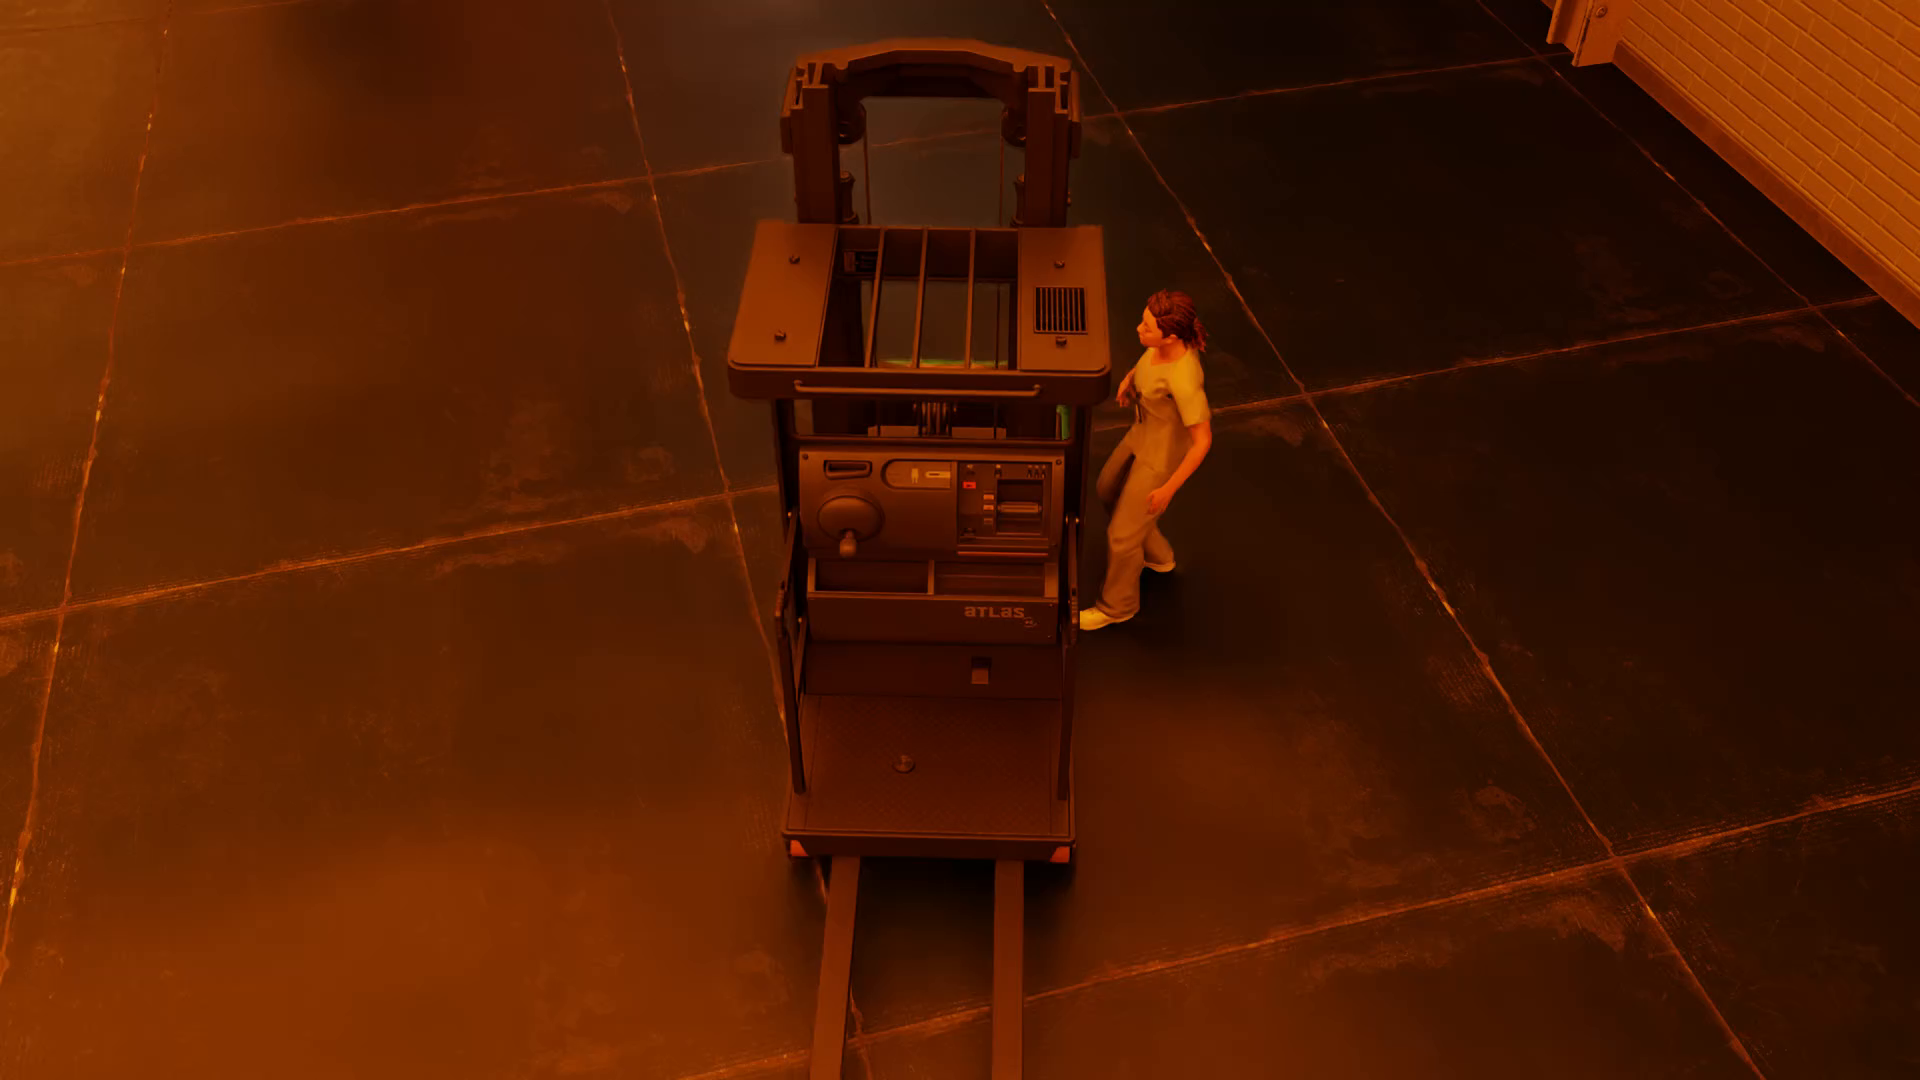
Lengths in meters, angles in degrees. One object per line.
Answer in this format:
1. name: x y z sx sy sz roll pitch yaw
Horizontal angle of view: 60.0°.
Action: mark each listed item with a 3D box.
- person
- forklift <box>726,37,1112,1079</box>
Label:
1. person: 0.736 -0.369 7.011 0.531 1.621 0.787 -2 43 -3
2. forklift: -0.104 -0.041 5.688 1.130 2.935 3.031 1 43 1
